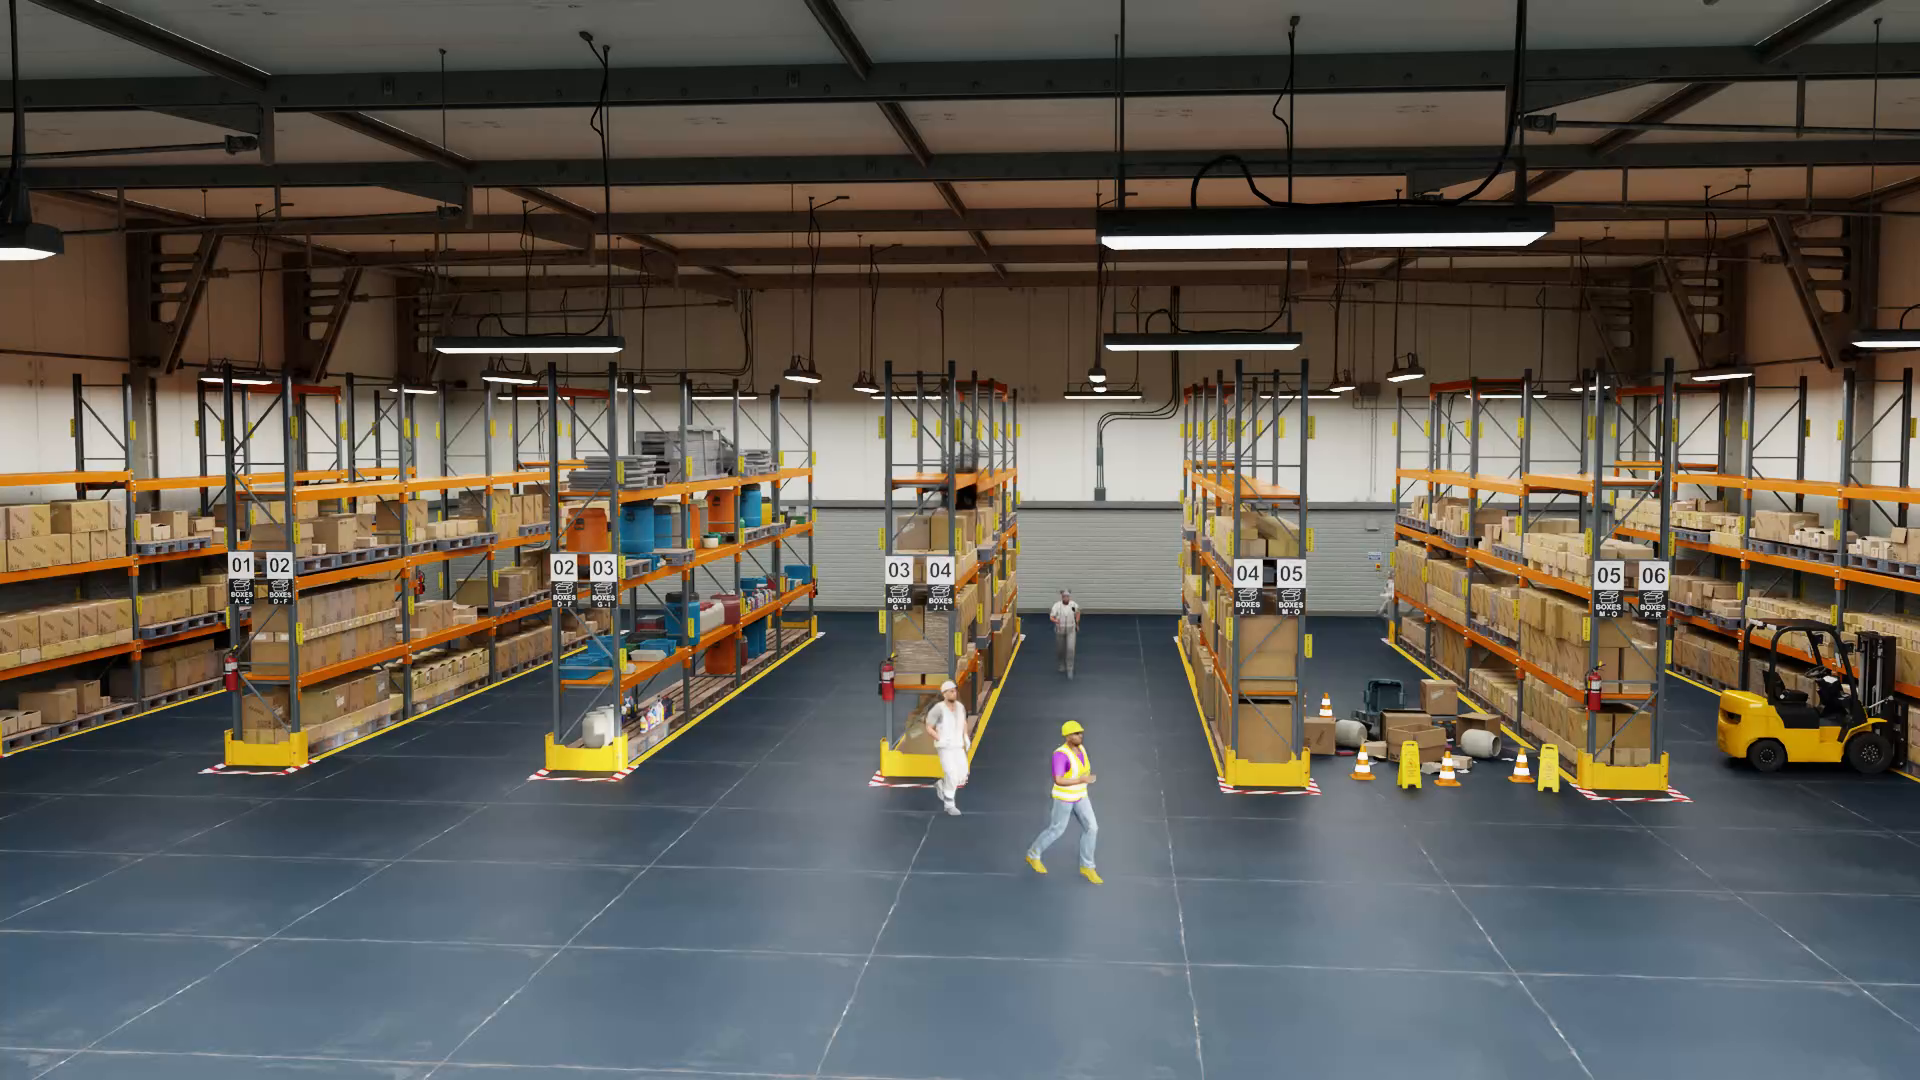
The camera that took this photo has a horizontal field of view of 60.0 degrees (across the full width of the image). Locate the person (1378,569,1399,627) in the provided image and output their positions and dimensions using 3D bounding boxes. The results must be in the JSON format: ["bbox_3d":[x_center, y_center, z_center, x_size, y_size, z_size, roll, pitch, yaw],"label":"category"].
[{"bbox_3d":[10.484,1.511,40.475,0.536,1.643,0.625,0,4,6],"label":"person"}]

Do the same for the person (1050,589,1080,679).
[{"bbox_3d":[2.152,1.883,34.020,0.630,1.795,0.950,0,4,3],"label":"person"}]

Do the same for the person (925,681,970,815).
[{"bbox_3d":[-0.173,2.697,21.759,0.685,1.735,0.635,-3,5,-40],"label":"person"}]

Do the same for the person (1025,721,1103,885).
[{"bbox_3d":[1.189,2.902,18.544,0.911,1.812,0.711,3,5,40],"label":"person"}]
